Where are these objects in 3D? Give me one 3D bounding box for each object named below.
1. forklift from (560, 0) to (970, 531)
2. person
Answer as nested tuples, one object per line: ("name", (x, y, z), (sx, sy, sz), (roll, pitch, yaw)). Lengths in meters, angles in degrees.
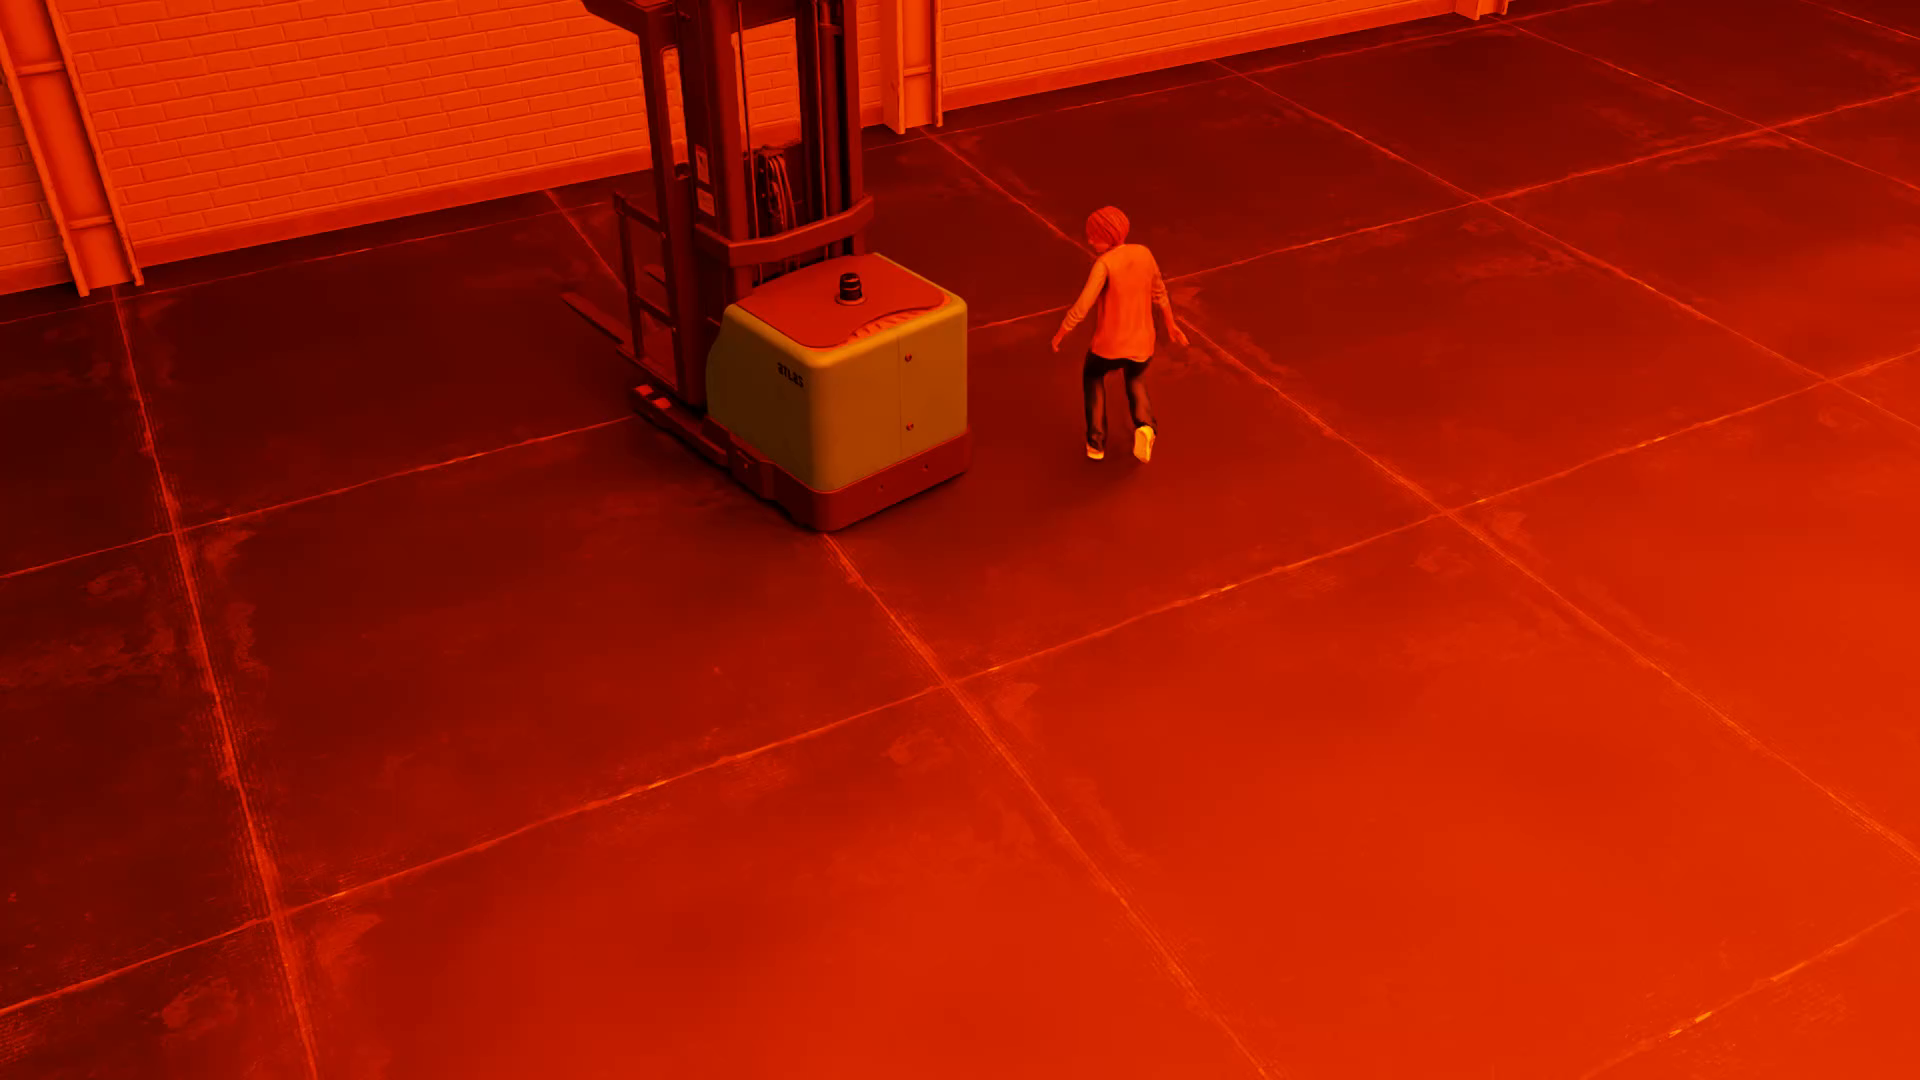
("forklift", (-1.281, -2.018, 8.978), (1.130, 2.935, 3.031), (-26, 43, -32))
("person", (0.904, -1.078, 8.986), (0.773, 1.411, 0.524), (-11, 37, -15))
